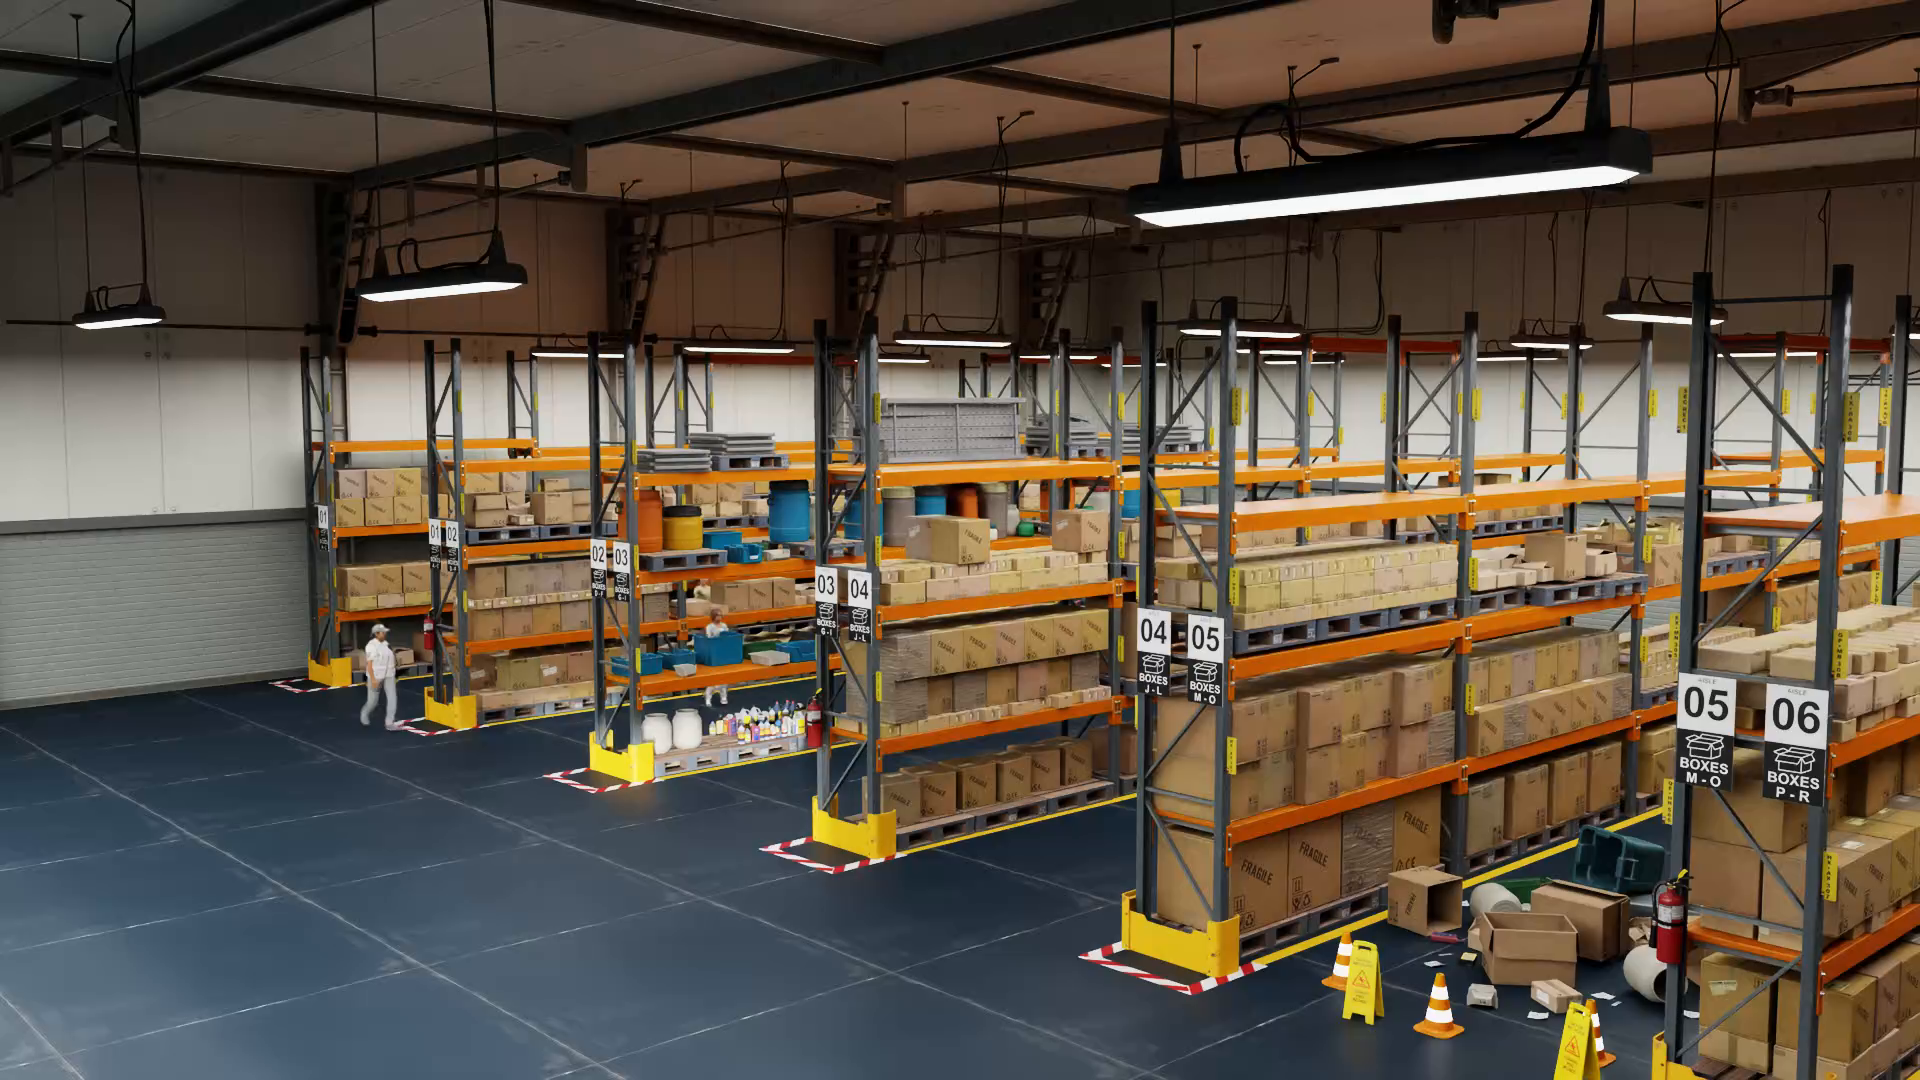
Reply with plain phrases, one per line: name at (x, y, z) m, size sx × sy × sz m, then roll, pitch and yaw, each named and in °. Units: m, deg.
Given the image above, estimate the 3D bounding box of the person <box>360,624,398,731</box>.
person at (-8.921, 2.096, 25.583) m, size 0.488 × 1.613 × 0.813 m, roll -4°, pitch 6°, yaw -37°

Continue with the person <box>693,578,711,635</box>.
person at (-4.973, 1.463, 32.615) m, size 0.447 × 1.664 × 0.460 m, roll 2°, pitch 5°, yaw 22°

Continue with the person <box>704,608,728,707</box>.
person at (-4.016, 1.958, 27.639) m, size 0.508 × 1.649 × 0.331 m, roll -2°, pitch 6°, yaw -25°
